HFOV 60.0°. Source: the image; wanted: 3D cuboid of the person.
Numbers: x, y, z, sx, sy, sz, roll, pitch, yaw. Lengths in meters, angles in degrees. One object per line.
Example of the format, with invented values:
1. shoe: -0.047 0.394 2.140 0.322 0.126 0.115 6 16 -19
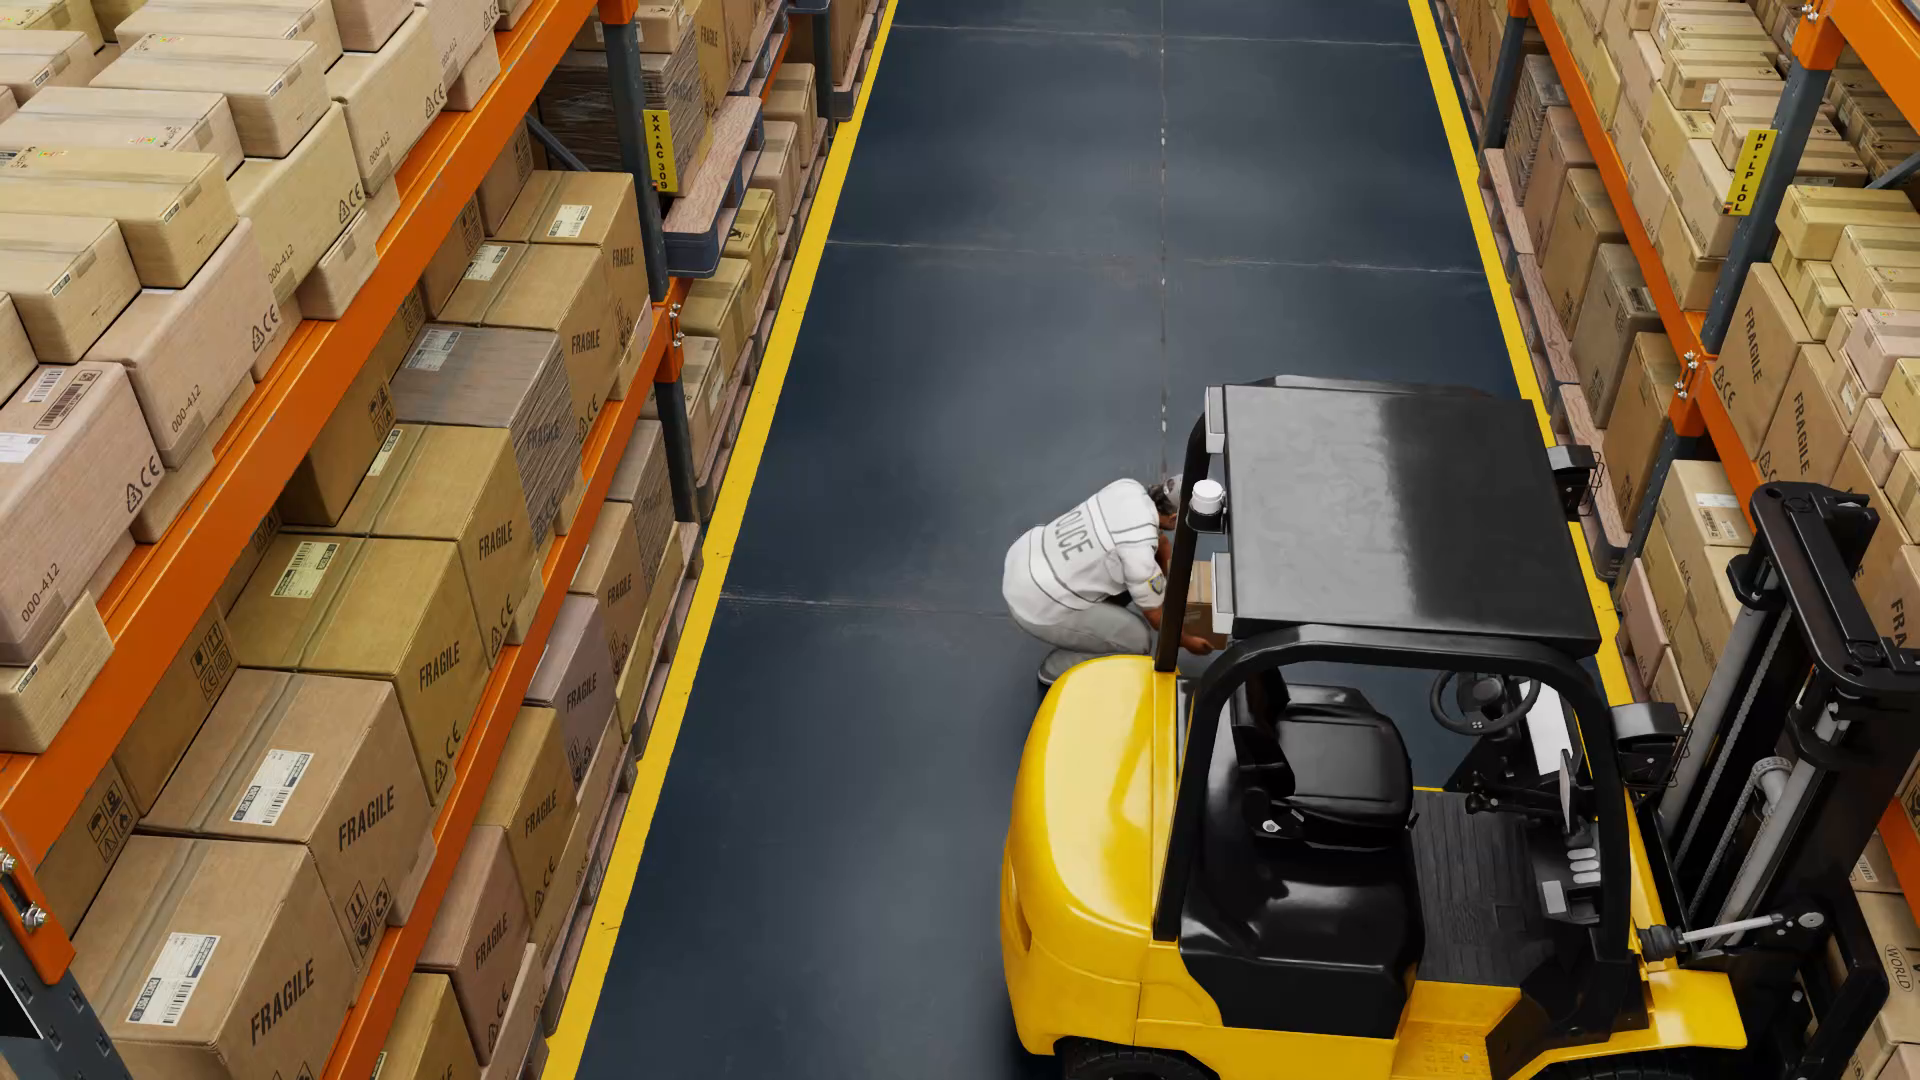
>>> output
1. person: 0.597 0.137 6.571 0.849 0.931 0.532 3 40 4
